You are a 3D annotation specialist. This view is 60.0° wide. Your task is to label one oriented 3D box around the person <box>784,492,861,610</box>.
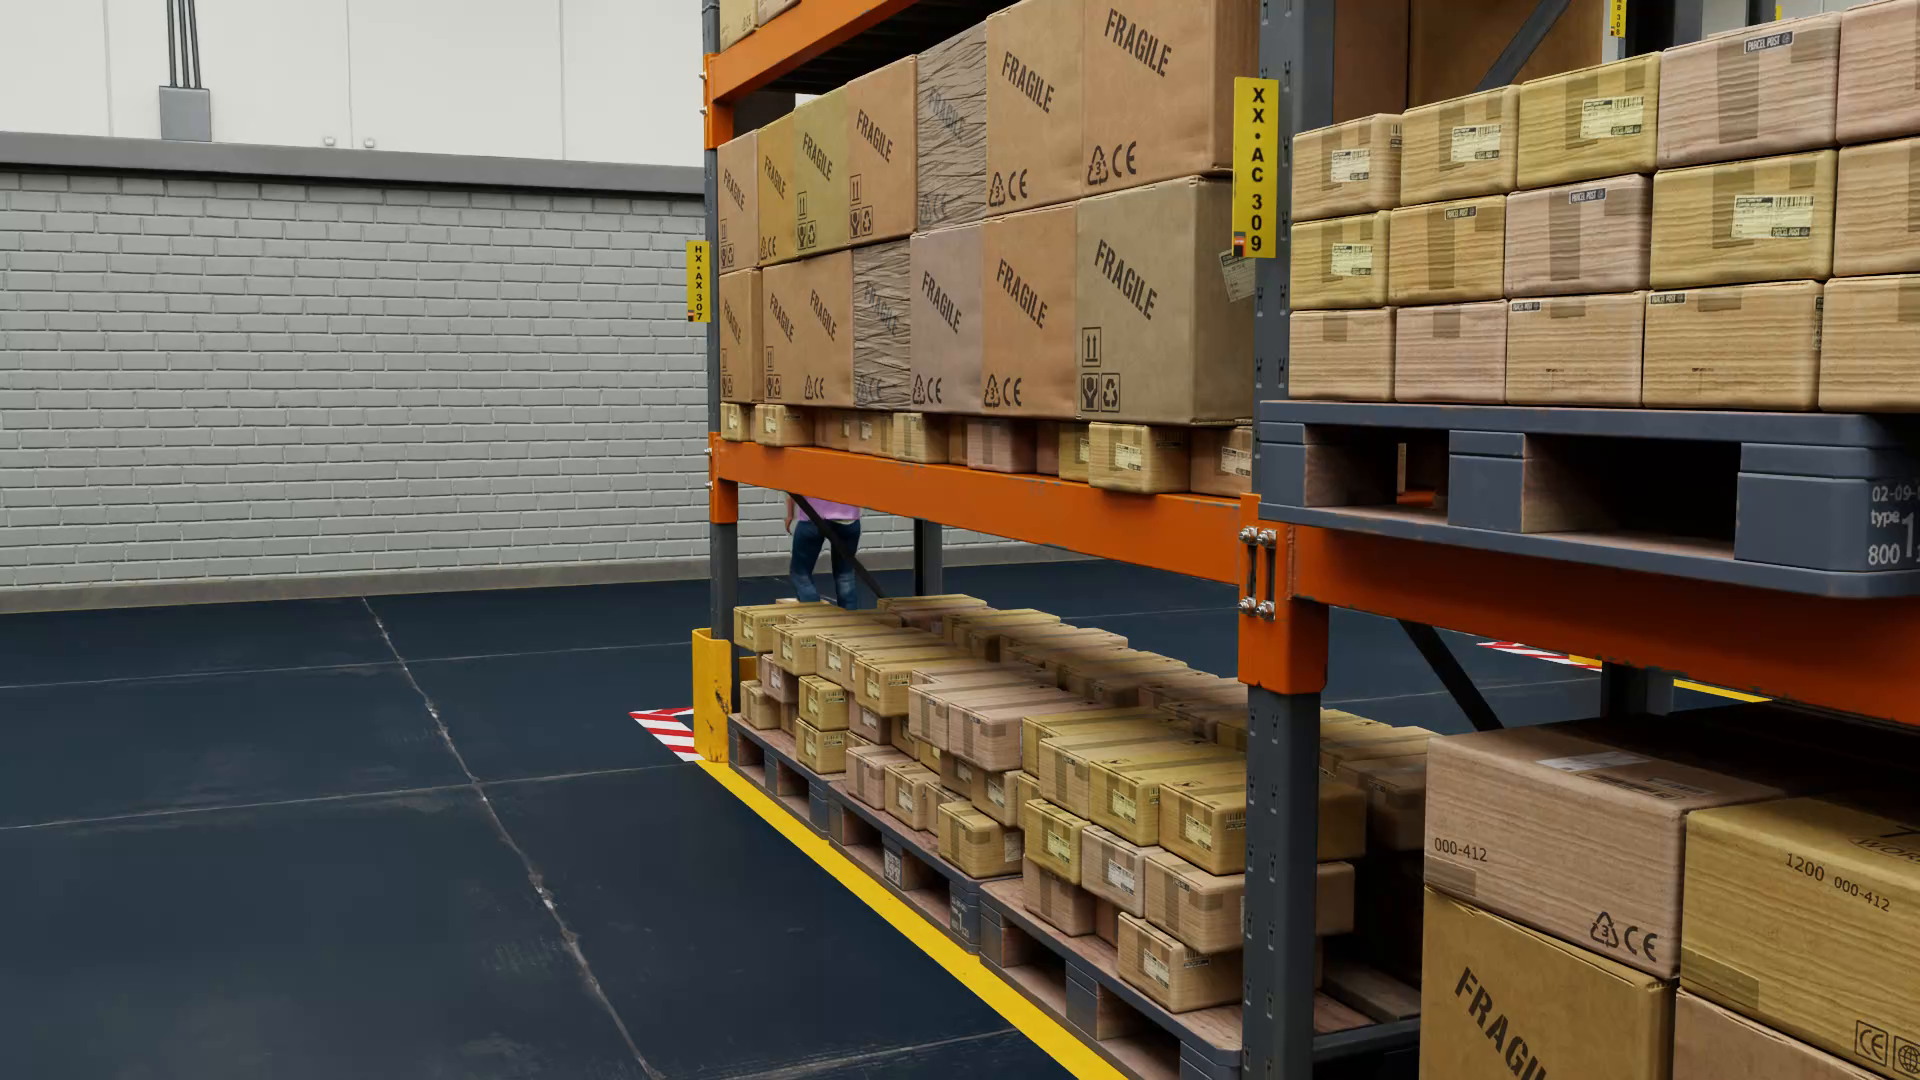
[{"bbox_3d":[-0.765,-0.106,9.225,0.433,1.523,0.418,-2,6,-22],"label":"person"}]
